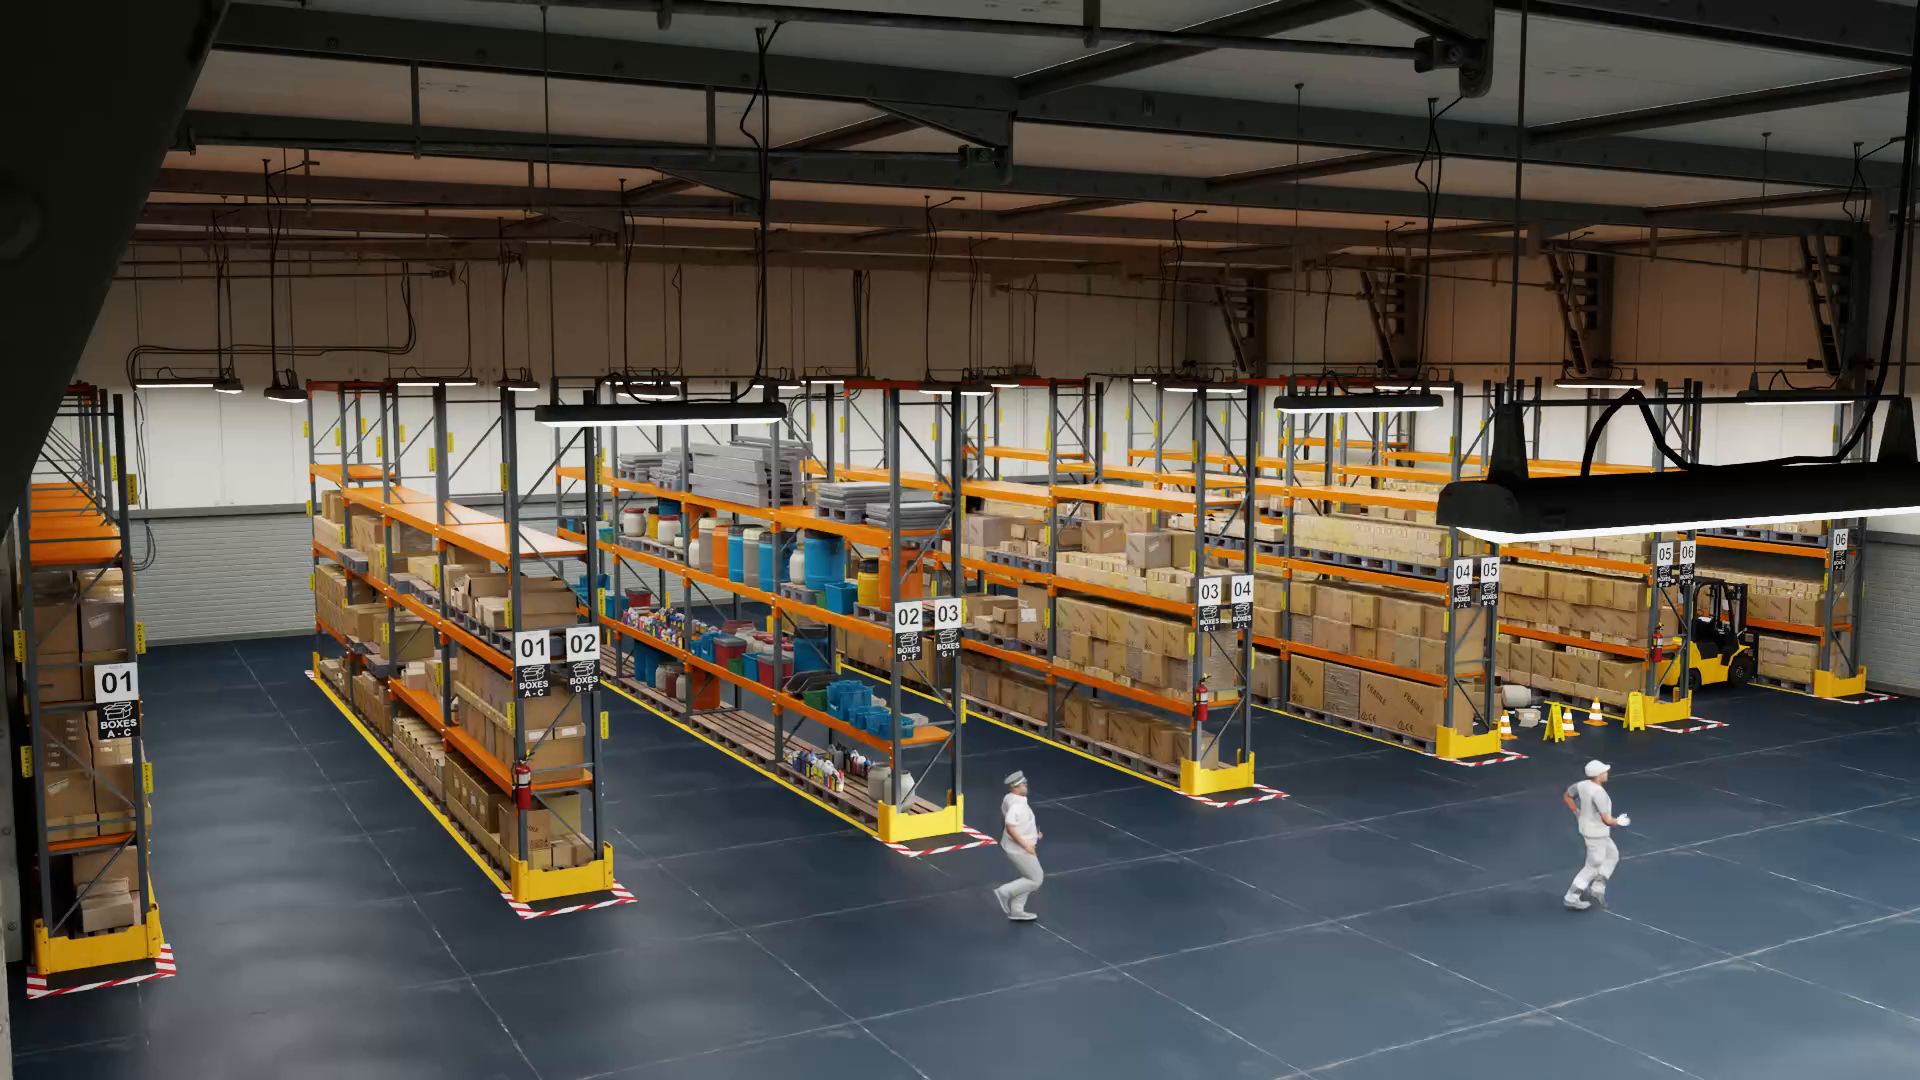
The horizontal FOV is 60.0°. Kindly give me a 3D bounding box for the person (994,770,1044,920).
[{"bbox_3d":[0.663,3.467,18.865,0.600,1.734,0.663,-1,6,-8],"label":"person"}]

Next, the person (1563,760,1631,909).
[{"bbox_3d":[7.363,3.417,19.259,0.715,1.785,0.671,0,6,1],"label":"person"}]
